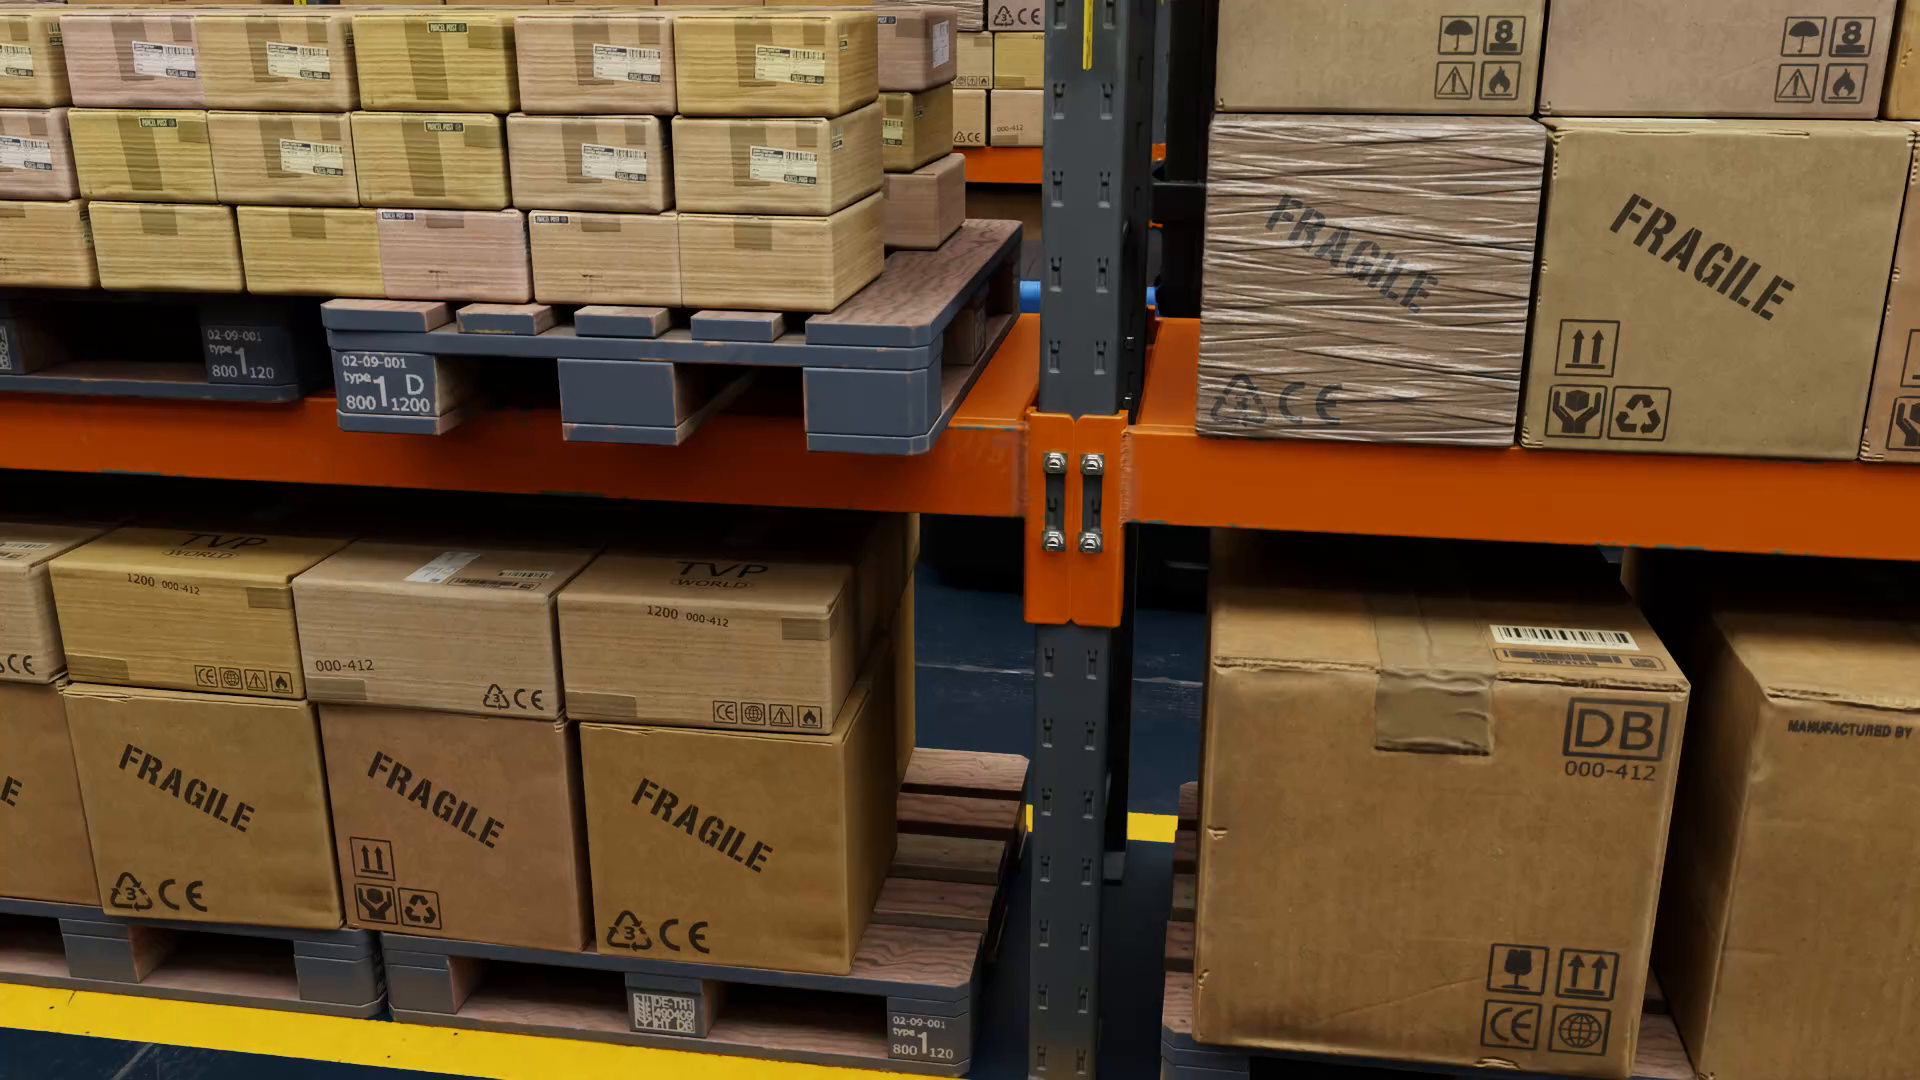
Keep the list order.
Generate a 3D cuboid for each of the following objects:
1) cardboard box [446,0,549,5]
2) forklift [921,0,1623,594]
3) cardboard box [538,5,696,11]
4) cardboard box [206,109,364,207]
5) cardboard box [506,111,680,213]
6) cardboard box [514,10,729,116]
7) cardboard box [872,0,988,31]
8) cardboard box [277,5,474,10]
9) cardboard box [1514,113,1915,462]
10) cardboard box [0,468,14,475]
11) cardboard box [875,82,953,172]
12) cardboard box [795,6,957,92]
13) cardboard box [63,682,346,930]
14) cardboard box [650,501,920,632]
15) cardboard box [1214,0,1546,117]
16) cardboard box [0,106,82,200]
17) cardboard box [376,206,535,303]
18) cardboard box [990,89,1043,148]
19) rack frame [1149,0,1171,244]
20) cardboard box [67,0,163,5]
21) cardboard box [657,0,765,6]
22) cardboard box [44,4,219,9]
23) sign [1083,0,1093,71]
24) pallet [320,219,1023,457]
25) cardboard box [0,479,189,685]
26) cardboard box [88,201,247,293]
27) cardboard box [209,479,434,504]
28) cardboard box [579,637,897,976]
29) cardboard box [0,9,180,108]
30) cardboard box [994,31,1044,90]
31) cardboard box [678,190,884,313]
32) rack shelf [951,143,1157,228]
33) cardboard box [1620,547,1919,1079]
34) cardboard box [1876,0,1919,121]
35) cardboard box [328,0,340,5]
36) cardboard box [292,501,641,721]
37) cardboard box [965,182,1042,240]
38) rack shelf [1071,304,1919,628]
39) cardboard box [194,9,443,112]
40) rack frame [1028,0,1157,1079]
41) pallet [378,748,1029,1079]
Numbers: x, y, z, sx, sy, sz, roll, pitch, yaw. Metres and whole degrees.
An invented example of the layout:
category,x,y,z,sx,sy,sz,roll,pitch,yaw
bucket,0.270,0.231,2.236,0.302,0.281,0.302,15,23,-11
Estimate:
category,x,y,z,sx,sy,sz,roll,pitch,yaw
cardboard box,-2.098,-2.680,7.852,0.500,0.500,0.500,3,19,8
forklift,1.437,-1.271,5.482,3.031,2.935,1.130,5,19,14
cardboard box,-0.662,-1.003,3.369,0.250,0.149,0.380,3,19,8
cardboard box,-1.060,-0.672,2.849,0.250,0.149,0.380,3,19,9
cardboard box,-0.553,-0.647,2.773,0.250,0.149,0.380,4,19,11
cardboard box,-0.533,-0.787,2.724,0.250,0.149,0.380,3,19,8
cardboard box,-0.104,-2.575,7.539,0.500,0.500,0.500,3,19,10
cardboard box,-1.191,-1.029,3.449,0.250,0.149,0.380,4,19,11
cardboard box,1.174,-0.446,2.751,0.500,0.500,0.500,3,19,8
cardboard box,-2.398,-0.113,4.008,0.500,0.250,0.500,4,19,11
cardboard box,-0.174,-0.839,3.347,0.250,0.149,0.380,4,19,11
cardboard box,-0.159,-0.977,3.291,0.250,0.149,0.380,3,19,9
cardboard box,-1.457,0.456,3.491,0.500,0.500,0.500,2,19,6
cardboard box,-0.372,-0.010,3.702,0.500,0.250,0.500,2,19,6
cardboard box,0.712,-1.026,2.909,0.500,0.500,0.700,3,19,8
cardboard box,-1.563,-0.698,2.927,0.250,0.149,0.380,3,19,10
cardboard box,-0.788,-0.517,2.855,0.250,0.149,0.380,3,19,10
cardboard box,0.416,-1.959,7.668,0.500,0.250,0.500,2,19,7
rack frame,0.956,-2.086,7.811,0.127,3.000,1.000,3,19,9
cardboard box,-4.003,-2.774,8.134,0.500,0.500,0.500,3,19,8
cardboard box,-1.091,-2.630,7.702,0.500,0.500,0.500,3,19,8
cardboard box,-1.698,-1.056,3.528,0.250,0.149,0.380,3,19,8
sign,0.194,-0.871,2.480,0.005,0.325,0.100,3,19,9
pallet,-0.450,-0.442,3.199,1.003,0.211,1.213,3,19,9
cardboard box,-1.962,0.072,3.456,0.500,0.250,0.500,4,19,11
cardboard box,-1.300,-0.544,2.935,0.250,0.149,0.380,2,19,6
cardboard box,-1.359,-0.065,3.865,0.500,0.250,0.500,3,19,9
cardboard box,-0.420,0.505,3.345,0.500,0.500,0.500,3,19,8
cardboard box,-1.562,-0.839,2.881,0.250,0.149,0.380,4,19,11
cardboard box,0.438,-2.197,7.590,0.500,0.250,0.500,3,19,8
cardboard box,-0.289,-0.491,2.778,0.250,0.149,0.380,3,19,10
rack shelf,-1.019,-1.846,8.226,4.000,0.370,1.077,3,19,9
cardboard box,1.721,0.439,3.147,0.750,0.750,1.050,3,19,9
cardboard box,1.719,-0.976,2.759,0.500,0.500,0.700,3,19,8
cardboard box,-3.425,-2.909,8.536,0.500,0.500,0.500,3,19,9
cardboard box,-0.946,0.126,3.295,0.500,0.250,0.500,3,19,9
cardboard box,0.287,-1.339,8.263,0.875,0.875,0.875,3,19,8
rack shelf,2.245,-0.089,2.974,4.000,0.370,1.077,3,19,9
cardboard box,-1.056,-0.812,2.800,0.250,0.149,0.380,3,19,10
rack frame,0.271,-0.530,3.161,0.127,3.000,1.000,3,19,9
pallet,-0.501,0.752,3.722,1.213,0.211,1.003,3,19,9
